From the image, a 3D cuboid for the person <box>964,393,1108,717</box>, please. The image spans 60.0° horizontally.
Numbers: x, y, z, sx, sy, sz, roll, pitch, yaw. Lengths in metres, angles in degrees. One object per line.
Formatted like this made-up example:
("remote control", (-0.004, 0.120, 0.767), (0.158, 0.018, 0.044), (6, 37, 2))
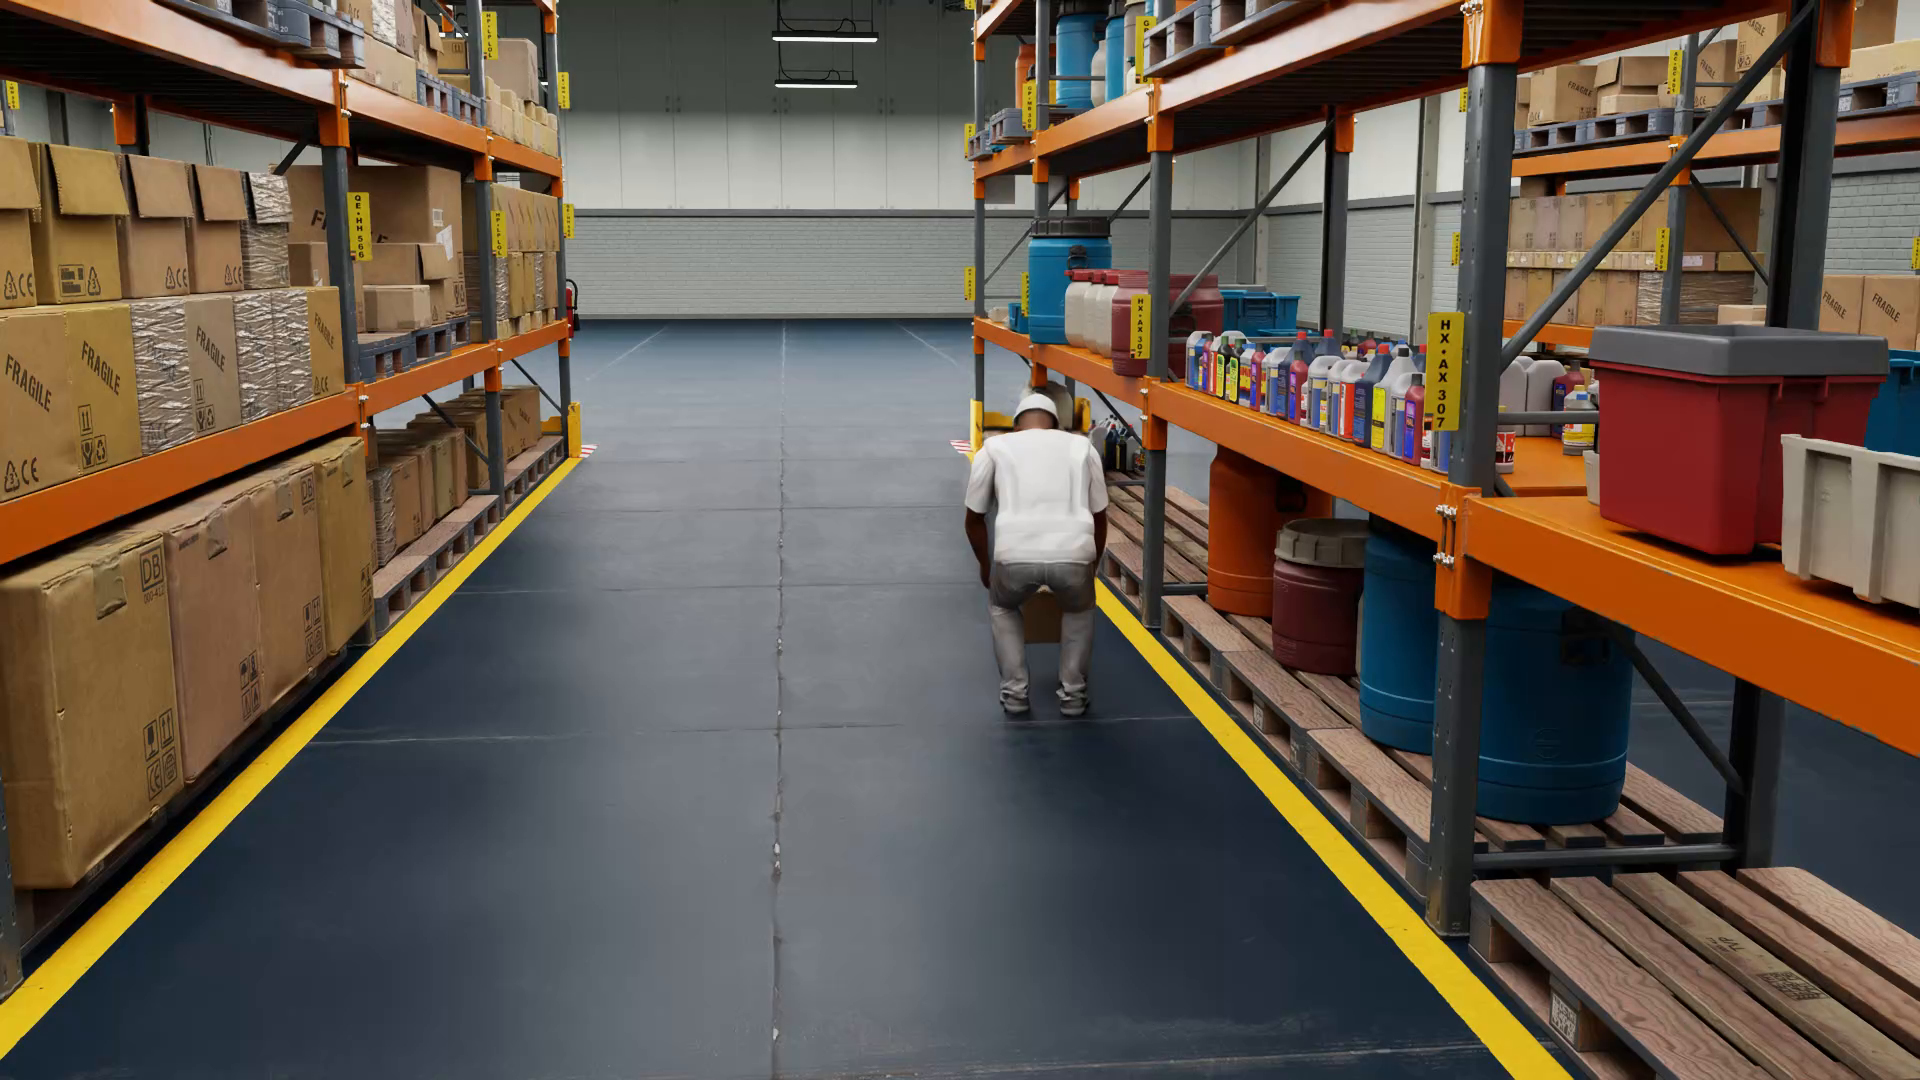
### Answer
("person", (0.328, 0.058, 7.223), (0.631, 1.346, 0.790), (1, 10, 3))
